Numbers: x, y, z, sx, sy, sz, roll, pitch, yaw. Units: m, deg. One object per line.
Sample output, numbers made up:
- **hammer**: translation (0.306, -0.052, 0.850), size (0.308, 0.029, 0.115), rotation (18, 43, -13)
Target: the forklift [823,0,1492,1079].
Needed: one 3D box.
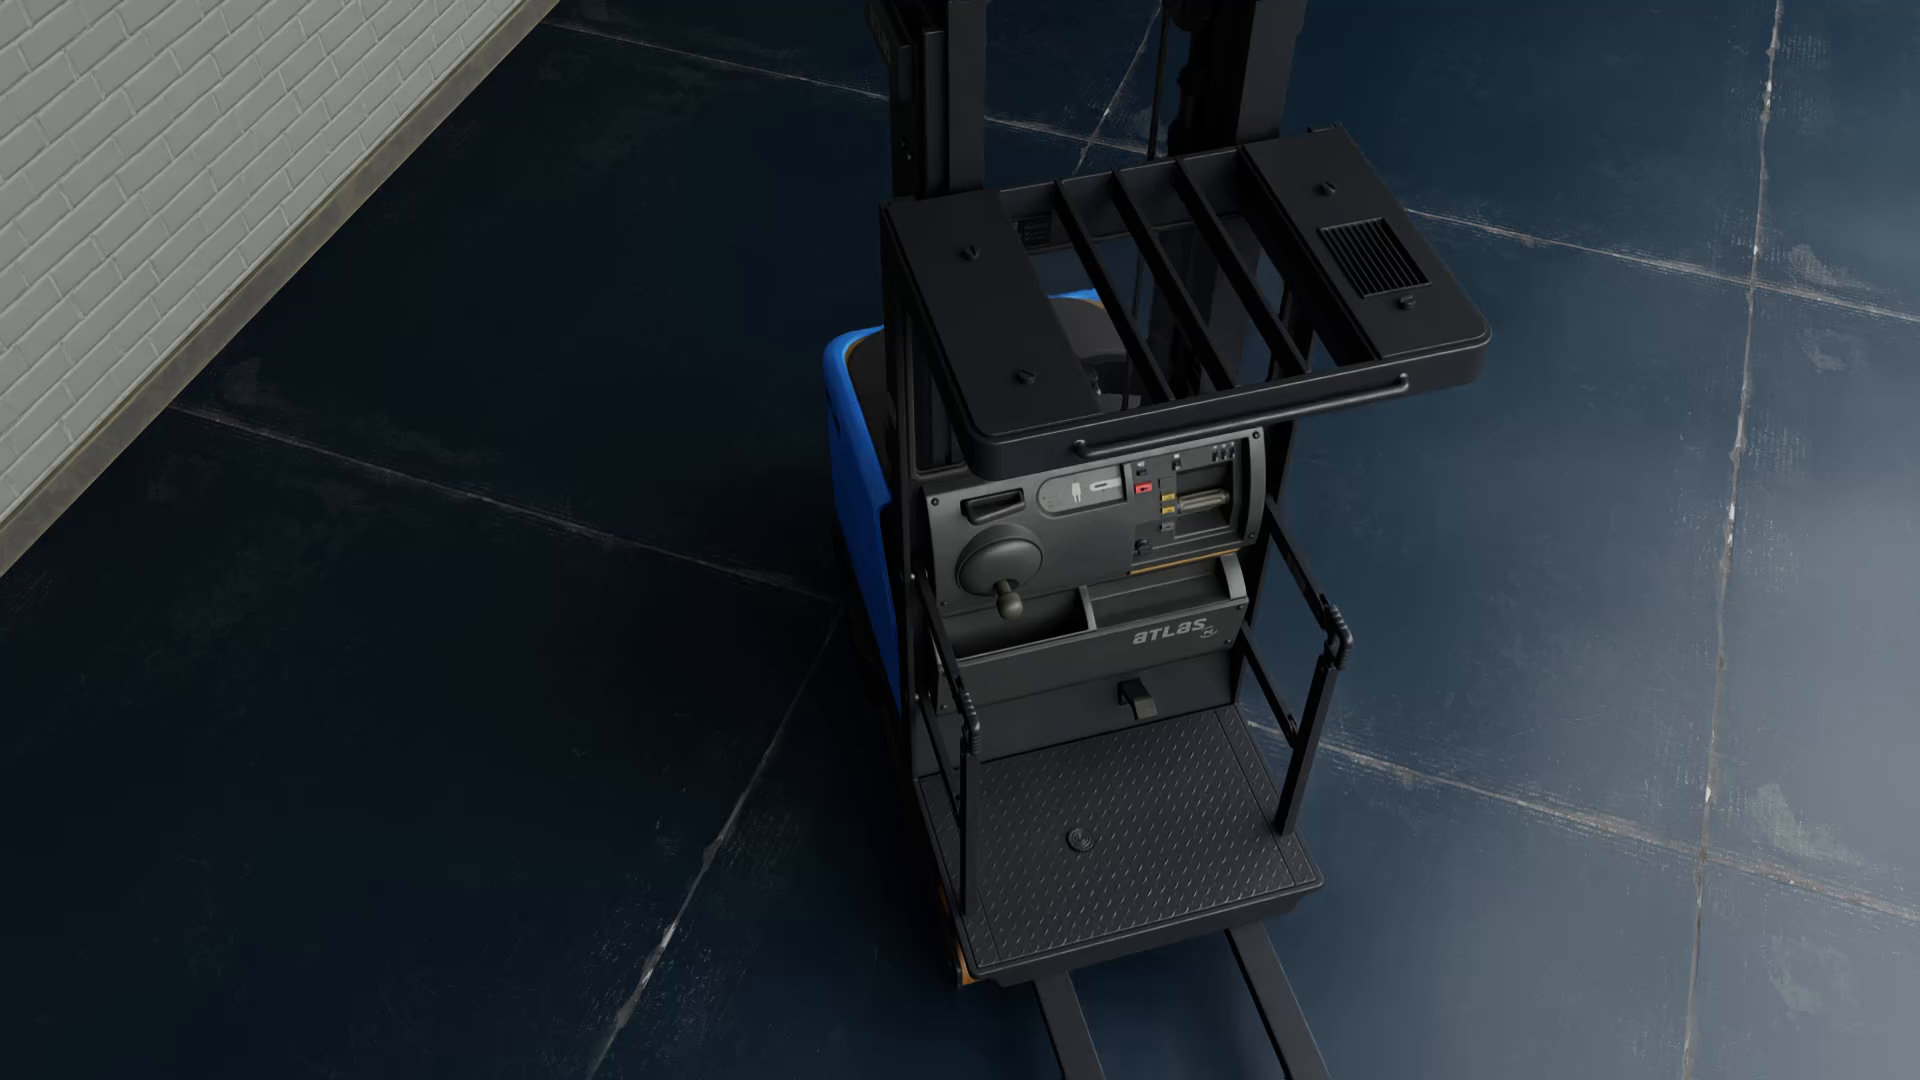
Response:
- **forklift**: translation (0.427, 0.052, 4.265), size (1.130, 2.935, 3.031), rotation (-12, 50, -10)
